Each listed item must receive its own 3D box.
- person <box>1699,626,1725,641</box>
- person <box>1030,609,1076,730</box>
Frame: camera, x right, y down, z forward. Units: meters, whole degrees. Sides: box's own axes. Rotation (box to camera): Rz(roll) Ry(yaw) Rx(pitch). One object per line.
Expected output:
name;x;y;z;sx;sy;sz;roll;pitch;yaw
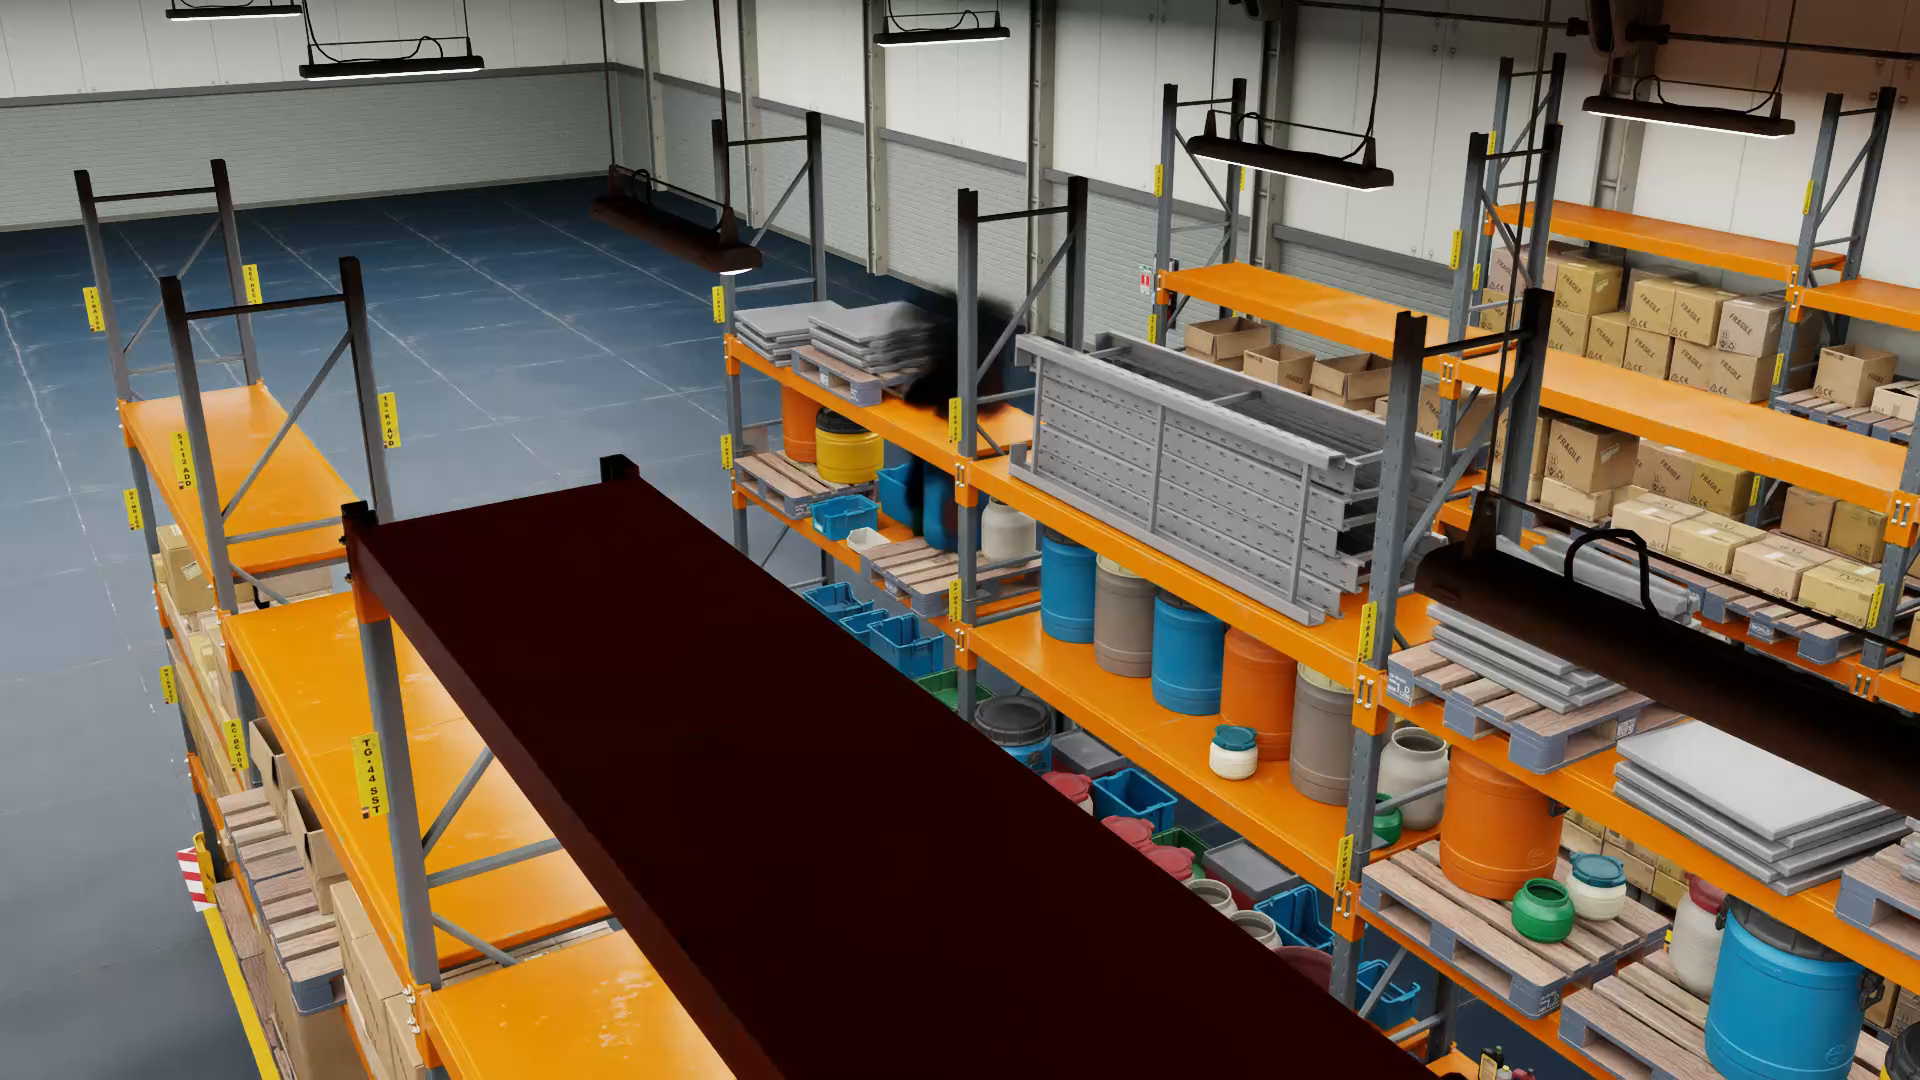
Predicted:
person;7.393;1.052;16.517;0.554;1.738;0.812;-16;27;-35
person;0.996;1.385;15.895;0.647;1.506;0.882;-20;29;-40
